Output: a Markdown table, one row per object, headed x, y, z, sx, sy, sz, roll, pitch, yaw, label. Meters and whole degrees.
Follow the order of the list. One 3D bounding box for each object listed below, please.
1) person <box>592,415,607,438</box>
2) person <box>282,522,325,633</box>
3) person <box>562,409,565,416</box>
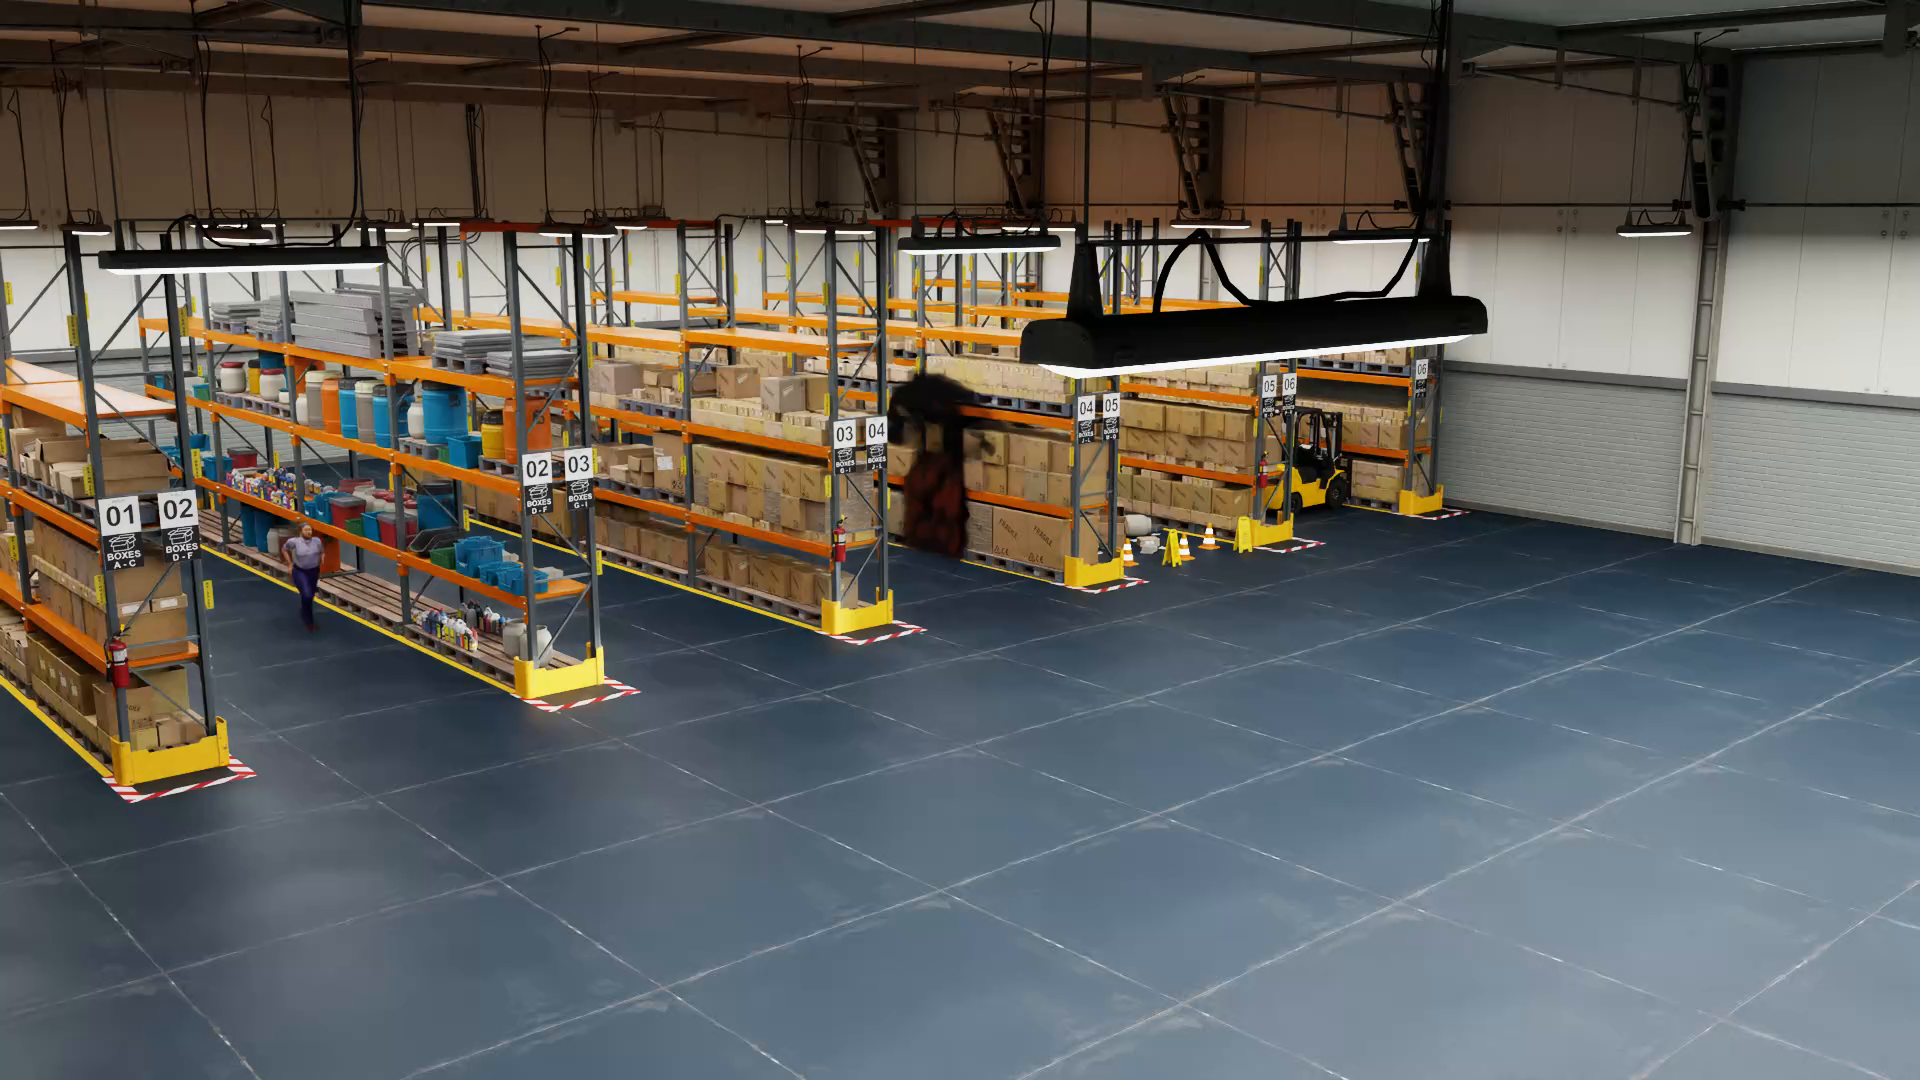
| x | y | z | sx | sy | sz | roll | pitch | yaw | label |
| --- | --- | --- | --- | --- | --- | --- | --- | --- | --- |
| -8.831 | -2.692 | 40.898 | 0.546 | 1.718 | 0.765 | -5 | 12 | -22 | person |
| -9.869 | 0.548 | 25.125 | 0.864 | 1.702 | 0.536 | 10 | 15 | 40 | person |
| -9.069 | -2.175 | 38.176 | 0.695 | 1.708 | 0.650 | -8 | 14 | -33 | person |
